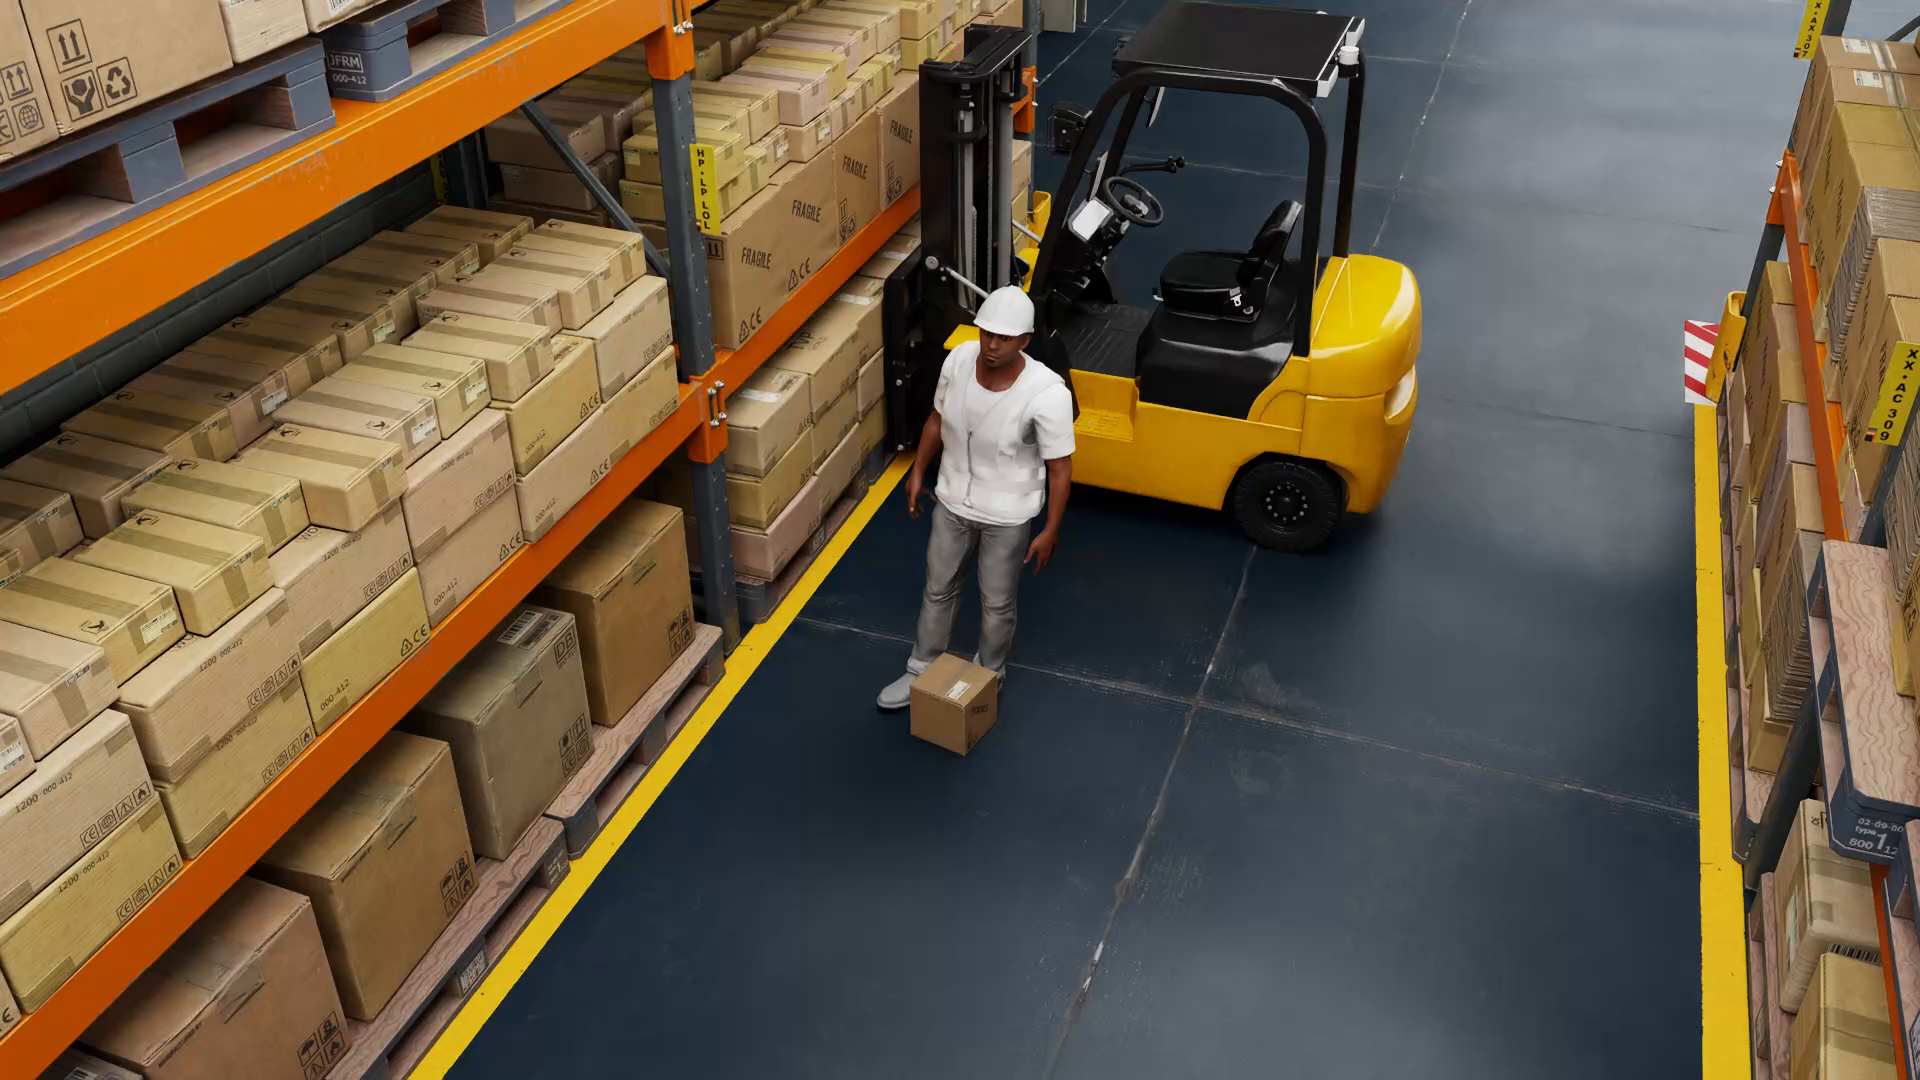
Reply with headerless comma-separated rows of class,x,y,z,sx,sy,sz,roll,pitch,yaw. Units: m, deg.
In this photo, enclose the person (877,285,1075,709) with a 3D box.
person,0.060,-0.101,6.256,0.665,1.767,0.576,20,38,27
